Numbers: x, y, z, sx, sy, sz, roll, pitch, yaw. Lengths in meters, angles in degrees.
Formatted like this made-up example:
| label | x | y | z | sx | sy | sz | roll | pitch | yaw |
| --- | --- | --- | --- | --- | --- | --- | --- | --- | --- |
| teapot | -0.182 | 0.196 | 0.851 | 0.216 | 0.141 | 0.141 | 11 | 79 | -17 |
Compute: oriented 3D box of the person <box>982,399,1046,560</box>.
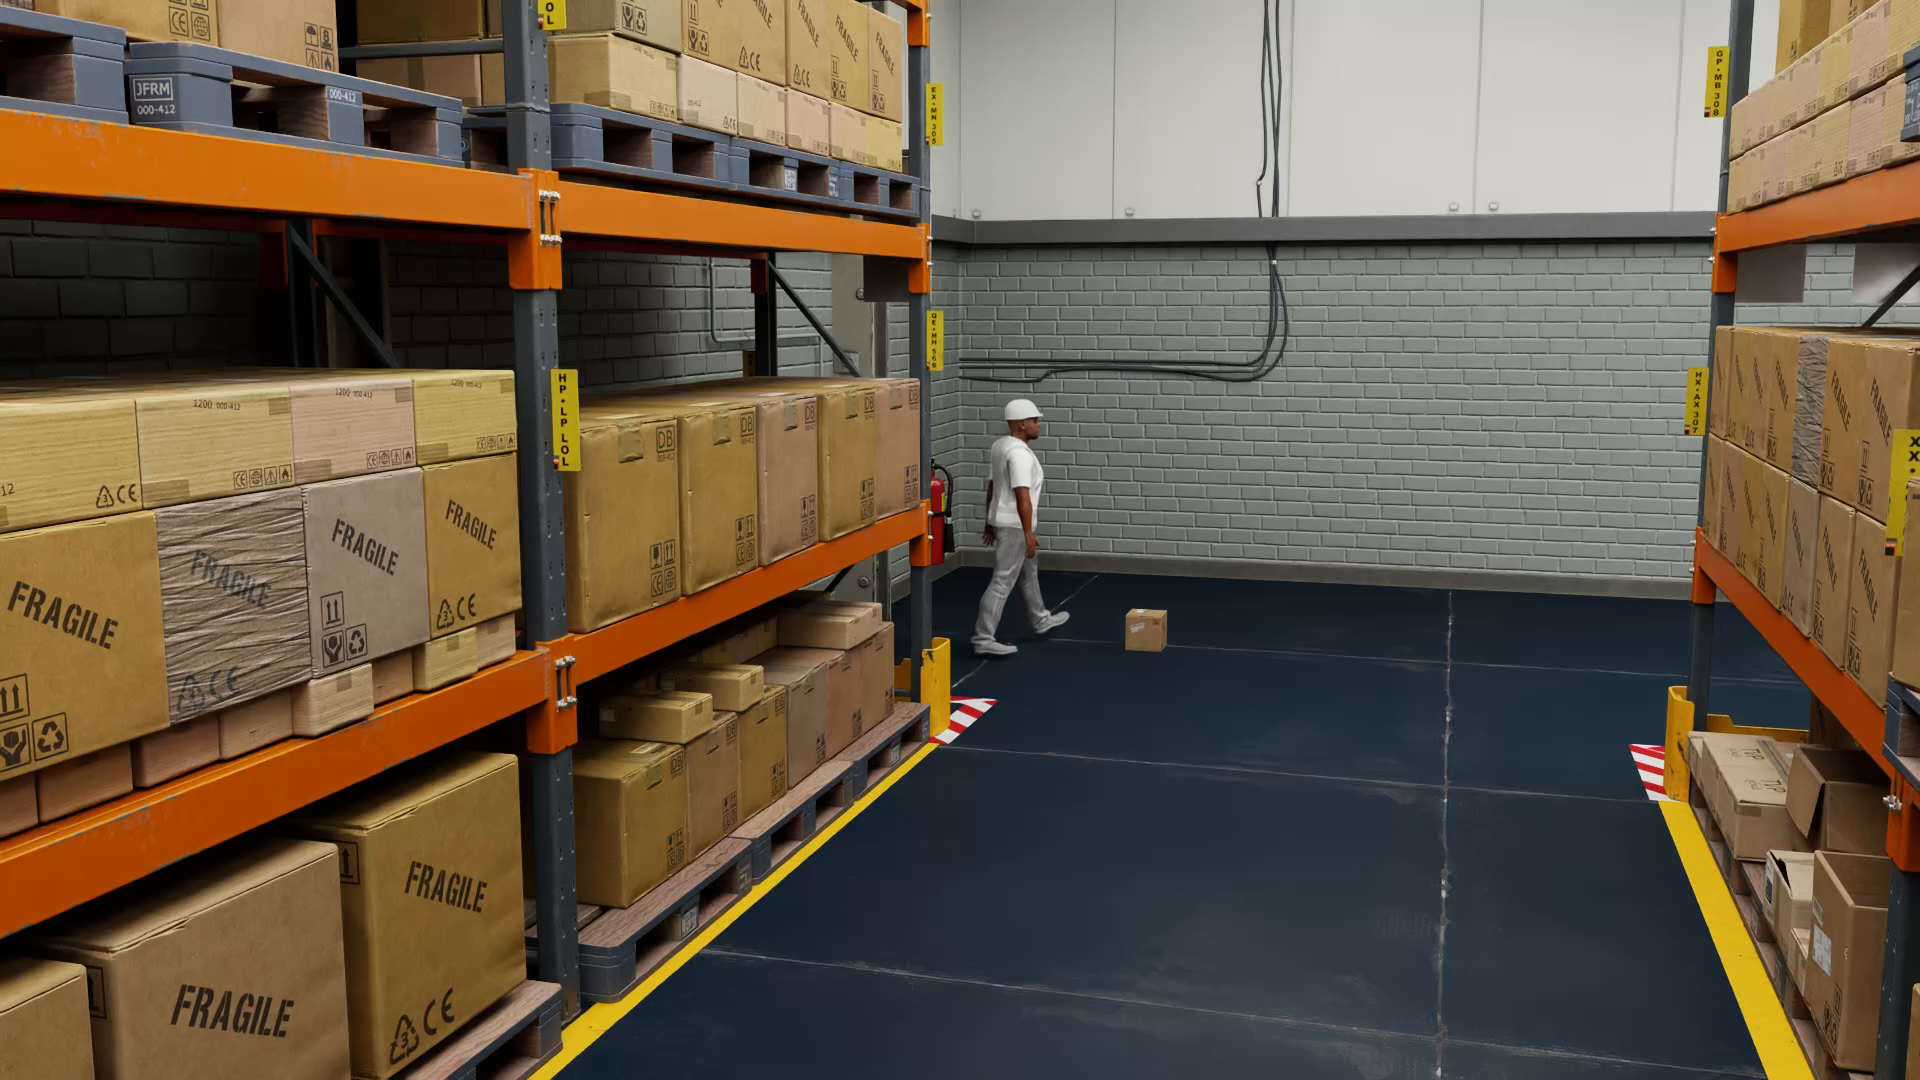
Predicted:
| label | x | y | z | sx | sy | sz | roll | pitch | yaw |
| --- | --- | --- | --- | --- | --- | --- | --- | --- | --- |
| person | 0.398 | -0.432 | 11.417 | 0.388 | 1.062 | 0.680 | -2 | 8 | -12 |
